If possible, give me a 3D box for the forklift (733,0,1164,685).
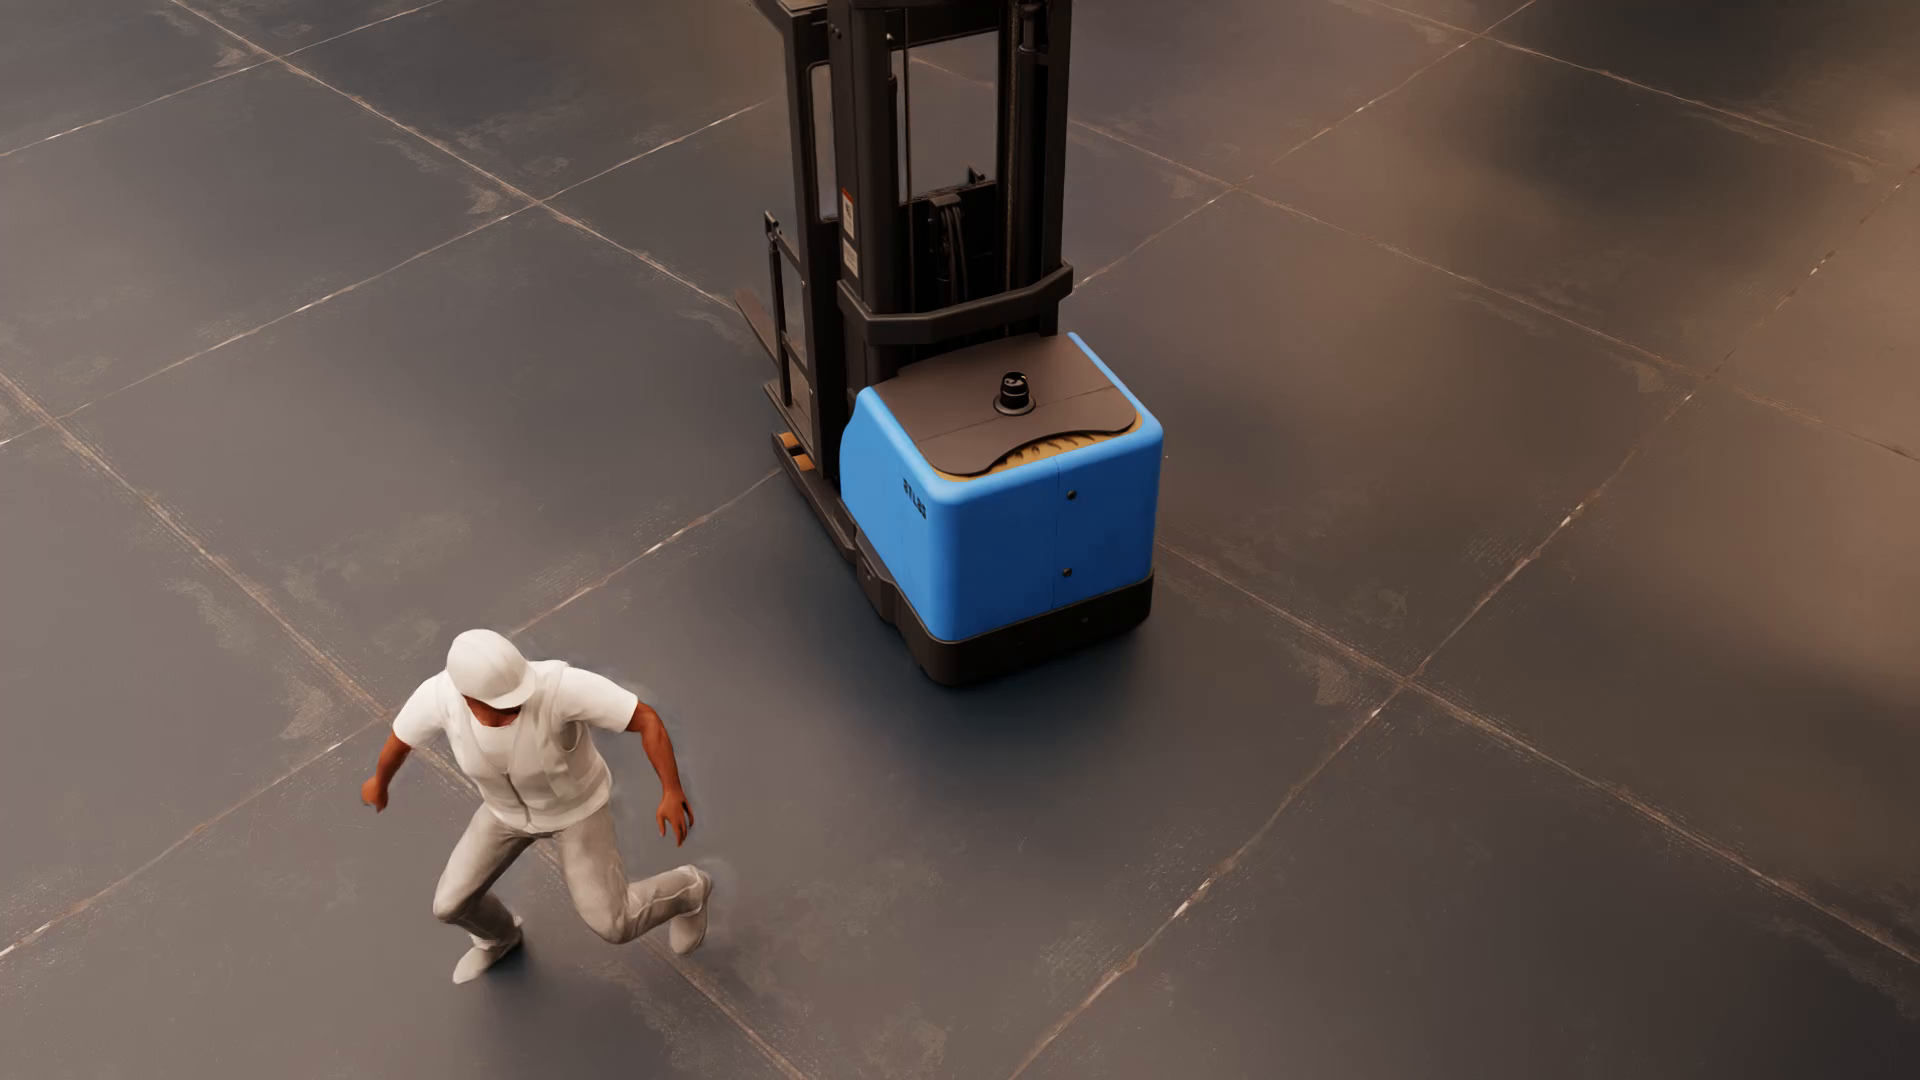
[{"bbox_3d":[-0.261,-1.472,7.144,1.130,2.935,3.031,-17,43,-19],"label":"forklift"}]

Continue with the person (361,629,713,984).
[{"bbox_3d":[-1.436,0.876,5.457,1.182,1.645,0.511,7,41,8],"label":"person"}]
